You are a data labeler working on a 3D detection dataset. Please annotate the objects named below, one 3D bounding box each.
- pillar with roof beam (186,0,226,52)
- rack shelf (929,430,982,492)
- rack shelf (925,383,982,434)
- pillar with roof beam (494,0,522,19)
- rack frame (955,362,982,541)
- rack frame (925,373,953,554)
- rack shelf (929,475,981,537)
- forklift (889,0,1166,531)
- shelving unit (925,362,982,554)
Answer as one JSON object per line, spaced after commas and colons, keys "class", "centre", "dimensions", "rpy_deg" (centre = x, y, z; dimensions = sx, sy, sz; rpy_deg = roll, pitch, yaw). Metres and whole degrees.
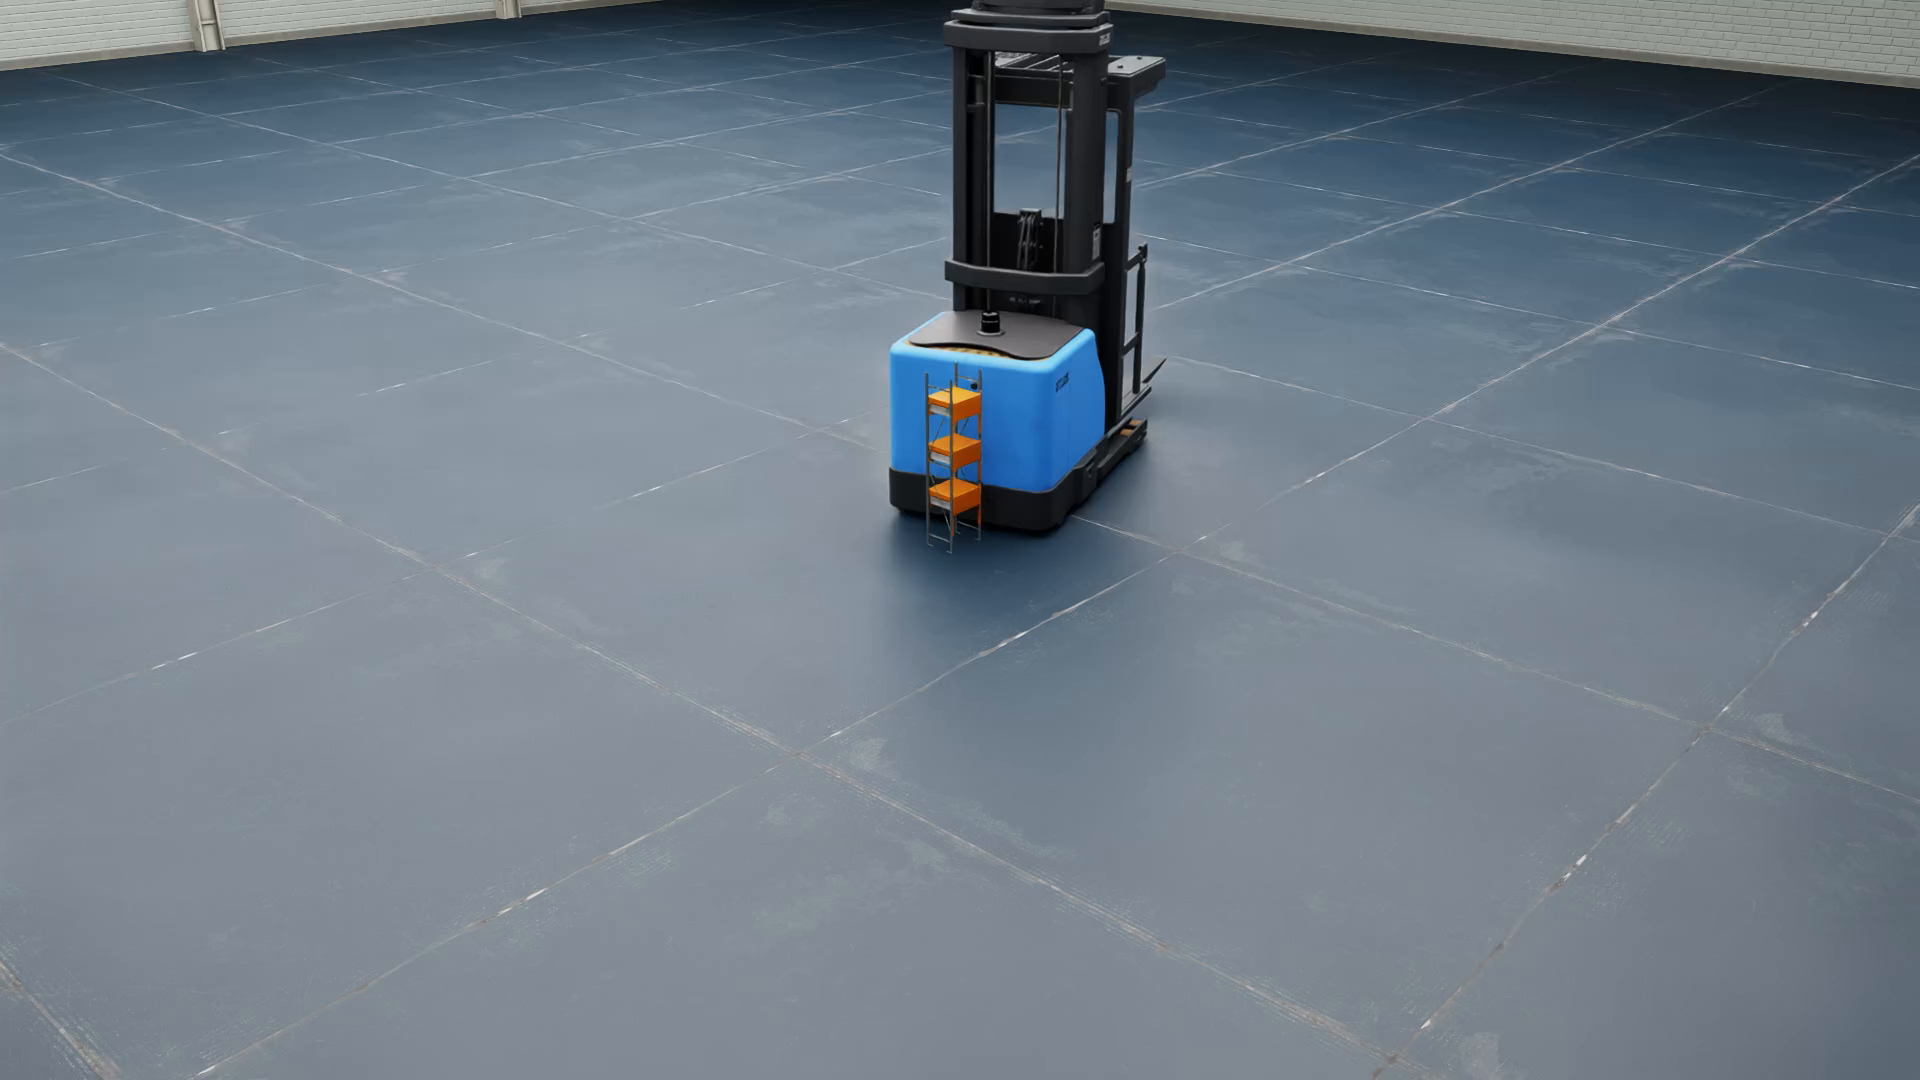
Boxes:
{"class": "pillar with roof beam", "centre": [-9.639, -11.333, 24.028], "dimensions": [9.100, 9.000, 0.400], "rpy_deg": [20, 31, 38]}
{"class": "rack shelf", "centre": [-0.036, -0.453, 9.503], "dimensions": [0.215, 0.259, 0.240], "rpy_deg": [20, 31, 38]}
{"class": "rack shelf", "centre": [-0.036, -0.712, 9.387], "dimensions": [0.215, 0.259, 0.240], "rpy_deg": [20, 31, 38]}
{"class": "pillar with roof beam", "centre": [-5.634, -13.161, 28.105], "dimensions": [9.100, 9.000, 0.400], "rpy_deg": [20, 31, 38]}
{"class": "rack frame", "centre": [0.046, -0.500, 9.582], "dimensions": [0.200, 1.050, 0.008], "rpy_deg": [20, 31, 38]}
{"class": "rack frame", "centre": [-0.117, -0.426, 9.416], "dimensions": [0.200, 1.050, 0.008], "rpy_deg": [20, 31, 38]}
{"class": "rack shelf", "centre": [-0.036, -0.199, 9.617], "dimensions": [0.215, 0.259, 0.240], "rpy_deg": [20, 31, 38]}
{"class": "forklift", "centre": [0.613, -1.967, 10.554], "dimensions": [1.130, 2.935, 3.031], "rpy_deg": [10, 26, 21]}
{"class": "shelving unit", "centre": [-0.036, -0.463, 9.499], "dimensions": [0.215, 1.050, 0.252], "rpy_deg": [20, 31, 38]}
